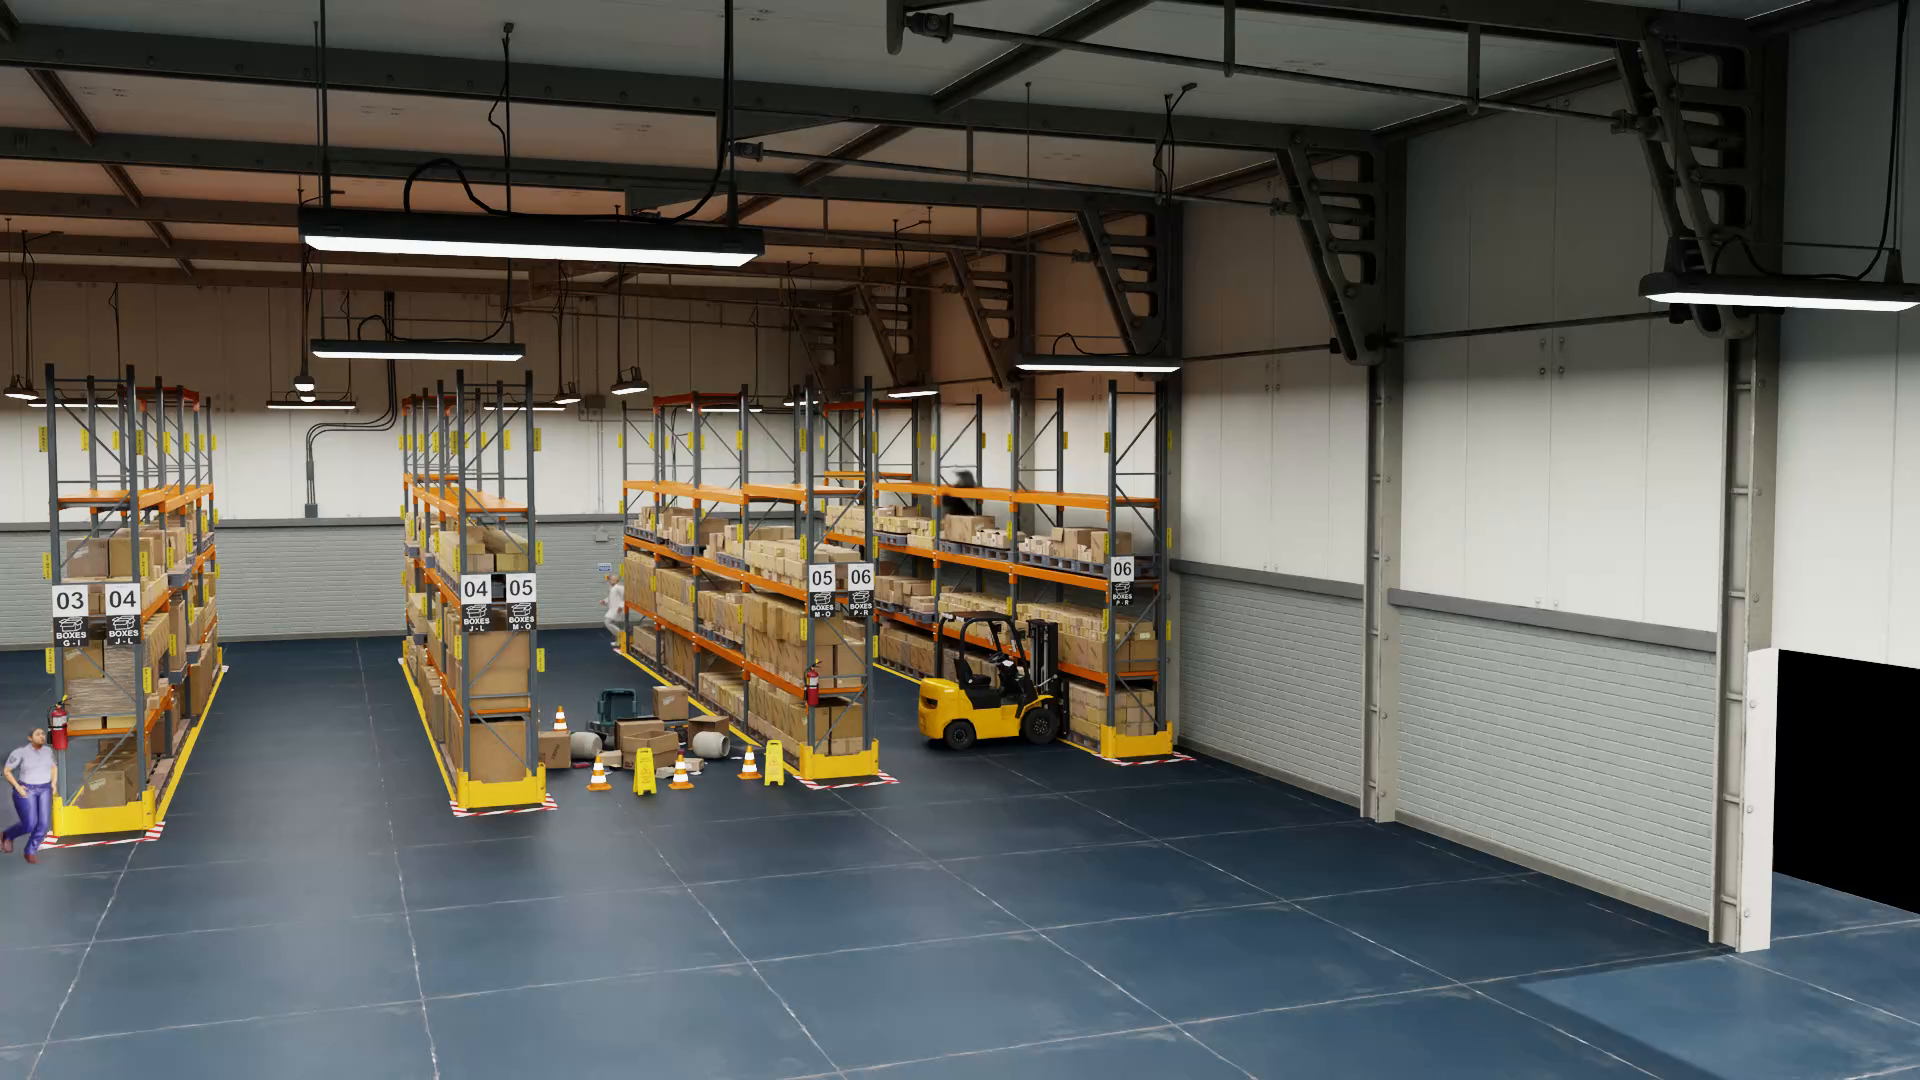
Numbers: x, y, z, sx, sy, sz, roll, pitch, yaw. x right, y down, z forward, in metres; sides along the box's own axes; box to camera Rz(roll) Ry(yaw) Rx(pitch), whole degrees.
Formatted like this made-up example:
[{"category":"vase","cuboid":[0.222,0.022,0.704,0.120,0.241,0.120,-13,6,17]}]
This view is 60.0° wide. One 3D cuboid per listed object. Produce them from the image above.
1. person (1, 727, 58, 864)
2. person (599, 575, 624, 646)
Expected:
[{"category":"person","cuboid":[-11.162,3.057,20.022,0.547,1.626,0.616,2,4,29]},{"category":"person","cuboid":[-8.543,1.736,40.917,0.635,1.742,0.714,-2,4,-28]}]
